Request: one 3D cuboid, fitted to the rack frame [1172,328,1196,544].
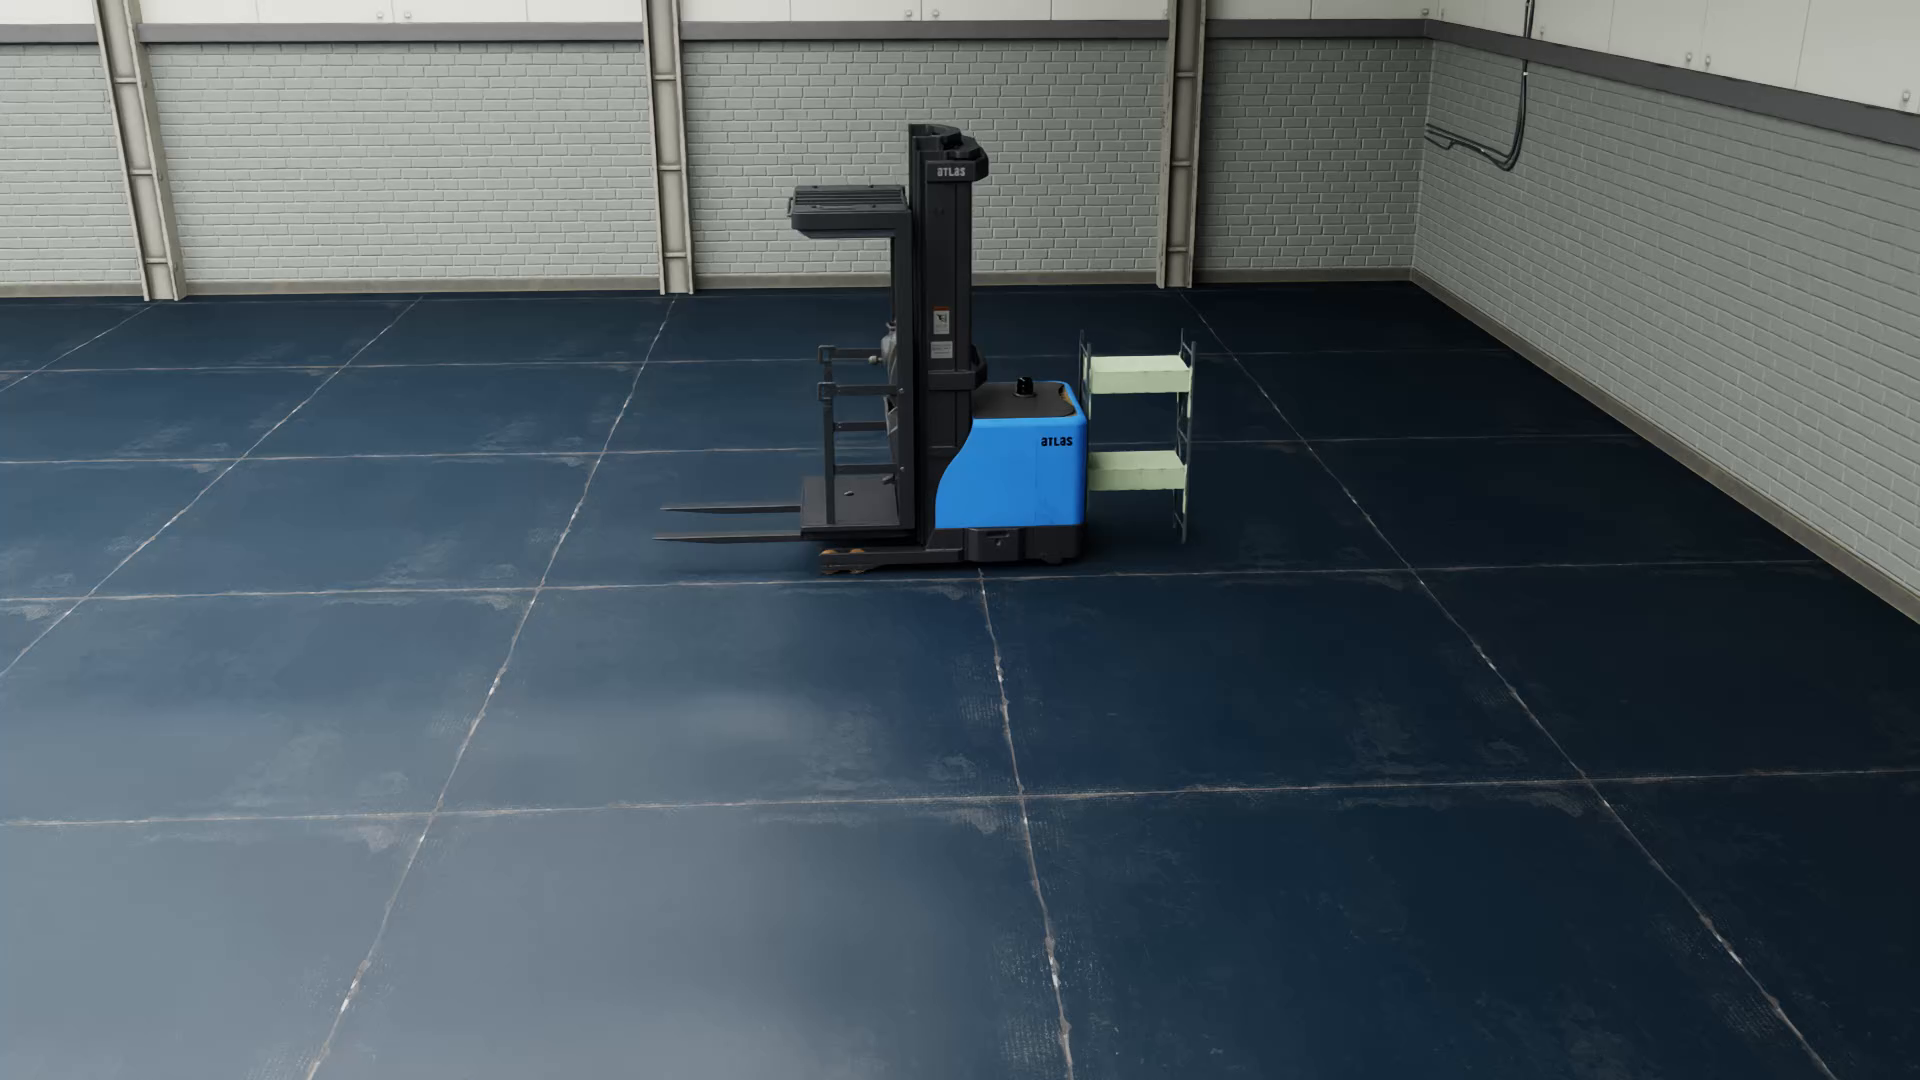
[{"bbox_3d":[1.611,-0.743,11.965,0.023,1.500,0.400,-1,21,-4],"label":"rack frame"}]

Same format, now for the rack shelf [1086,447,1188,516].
[{"bbox_3d":[1.246,-0.429,12.056,0.720,0.370,0.431,-1,21,-4],"label":"rack shelf"}]

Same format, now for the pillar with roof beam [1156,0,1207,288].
[{"bbox_3d":[2.854,-5.783,14.663,0.400,9.000,9.100,-1,21,-3],"label":"pillar with roof beam"}]

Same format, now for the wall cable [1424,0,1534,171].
[{"bbox_3d":[5.625,-5.451,18.155,0.112,2.526,3.097,-1,21,-3],"label":"wall cable"}]

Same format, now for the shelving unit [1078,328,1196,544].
[{"bbox_3d":[1.246,-0.734,11.940,0.755,1.500,0.431,-1,21,-4],"label":"shelving unit"}]

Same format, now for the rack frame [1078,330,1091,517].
[{"bbox_3d":[0.881,-0.724,11.915,0.023,1.500,0.400,-1,21,-4],"label":"rack frame"}]

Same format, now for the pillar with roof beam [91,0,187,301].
[{"bbox_3d":[-9.126,-5.539,14.023,0.400,9.000,9.100,-1,21,-3],"label":"pillar with roof beam"}]

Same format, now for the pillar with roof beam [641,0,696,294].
[{"bbox_3d":[-3.136,-5.661,14.343,0.400,9.000,9.100,-1,21,-3],"label":"pillar with roof beam"}]

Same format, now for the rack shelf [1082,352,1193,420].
[{"bbox_3d":[1.246,-1.098,11.801,0.720,0.370,0.431,-1,21,-4],"label":"rack shelf"}]

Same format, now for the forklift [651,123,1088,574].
[{"bbox_3d":[-0.657,-1.329,11.493,3.031,2.935,1.130,-1,21,-4],"label":"forklift"}]
